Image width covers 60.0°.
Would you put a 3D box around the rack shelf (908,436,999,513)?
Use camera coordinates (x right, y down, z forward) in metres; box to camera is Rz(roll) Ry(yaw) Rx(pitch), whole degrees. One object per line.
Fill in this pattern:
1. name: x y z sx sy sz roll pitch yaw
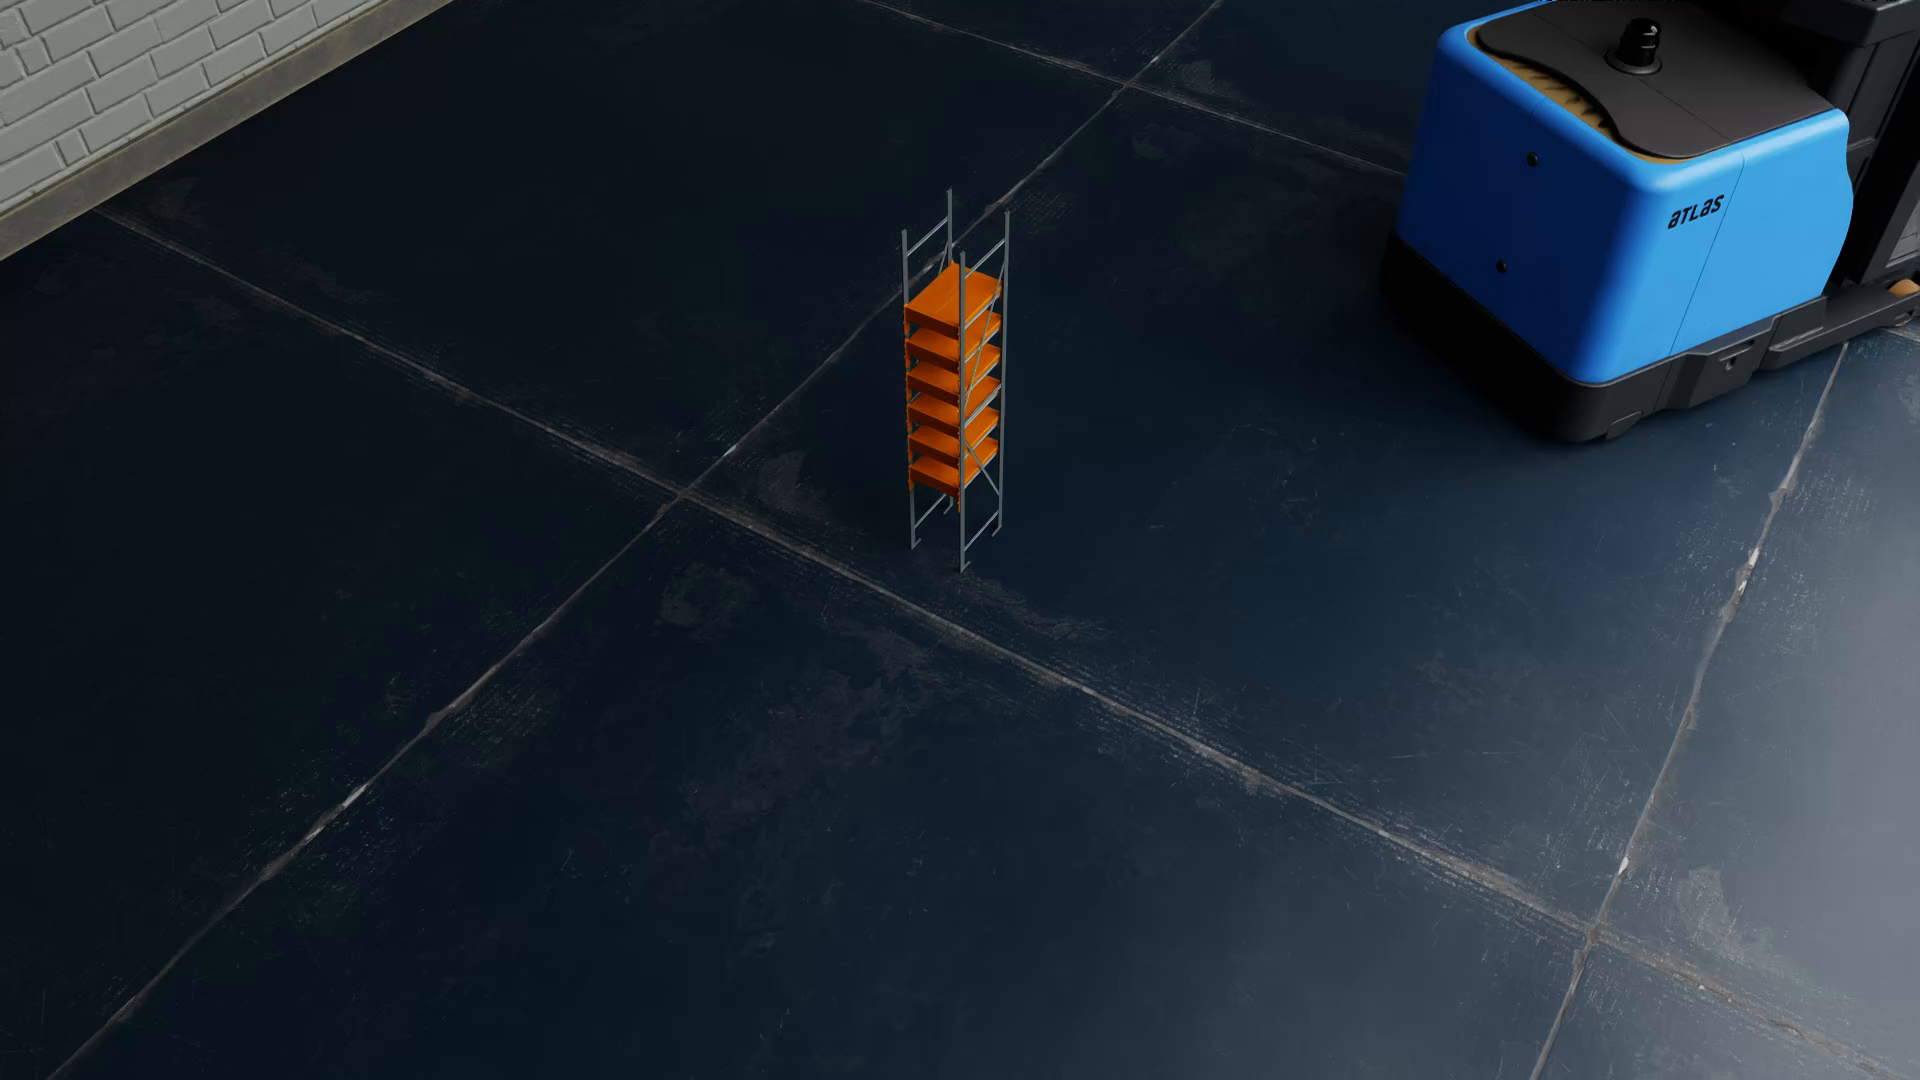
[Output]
1. rack shelf: -0.012 -0.226 5.029 0.180 0.103 0.258 25 51 22

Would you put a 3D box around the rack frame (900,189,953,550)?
1. rack frame: -0.089 -0.459 4.860 0.006 1.200 0.240 25 51 22

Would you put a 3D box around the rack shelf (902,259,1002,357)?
1. rack shelf: -0.012 -0.644 4.599 0.180 0.103 0.258 25 51 22

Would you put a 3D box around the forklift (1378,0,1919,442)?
1. forklift: 3.069 -2.107 5.254 3.031 2.935 1.130 -21 49 -19

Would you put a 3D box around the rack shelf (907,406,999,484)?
1. rack shelf: -0.012 -0.309 4.943 0.180 0.103 0.258 25 51 22

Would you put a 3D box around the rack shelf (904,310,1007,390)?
1. rack shelf: -0.012 -0.560 4.685 0.180 0.103 0.258 25 51 22

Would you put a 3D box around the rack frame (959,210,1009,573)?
1. rack frame: 0.065 -0.388 4.791 0.006 1.200 0.240 25 51 22

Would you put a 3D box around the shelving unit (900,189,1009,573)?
1. shelving unit: -0.012 -0.424 4.825 0.189 1.200 0.258 25 51 22

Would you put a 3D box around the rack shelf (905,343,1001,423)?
1. rack shelf: -0.012 -0.476 4.771 0.180 0.103 0.258 25 51 22

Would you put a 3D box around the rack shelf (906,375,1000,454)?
1. rack shelf: -0.012 -0.393 4.857 0.180 0.103 0.258 25 51 22
